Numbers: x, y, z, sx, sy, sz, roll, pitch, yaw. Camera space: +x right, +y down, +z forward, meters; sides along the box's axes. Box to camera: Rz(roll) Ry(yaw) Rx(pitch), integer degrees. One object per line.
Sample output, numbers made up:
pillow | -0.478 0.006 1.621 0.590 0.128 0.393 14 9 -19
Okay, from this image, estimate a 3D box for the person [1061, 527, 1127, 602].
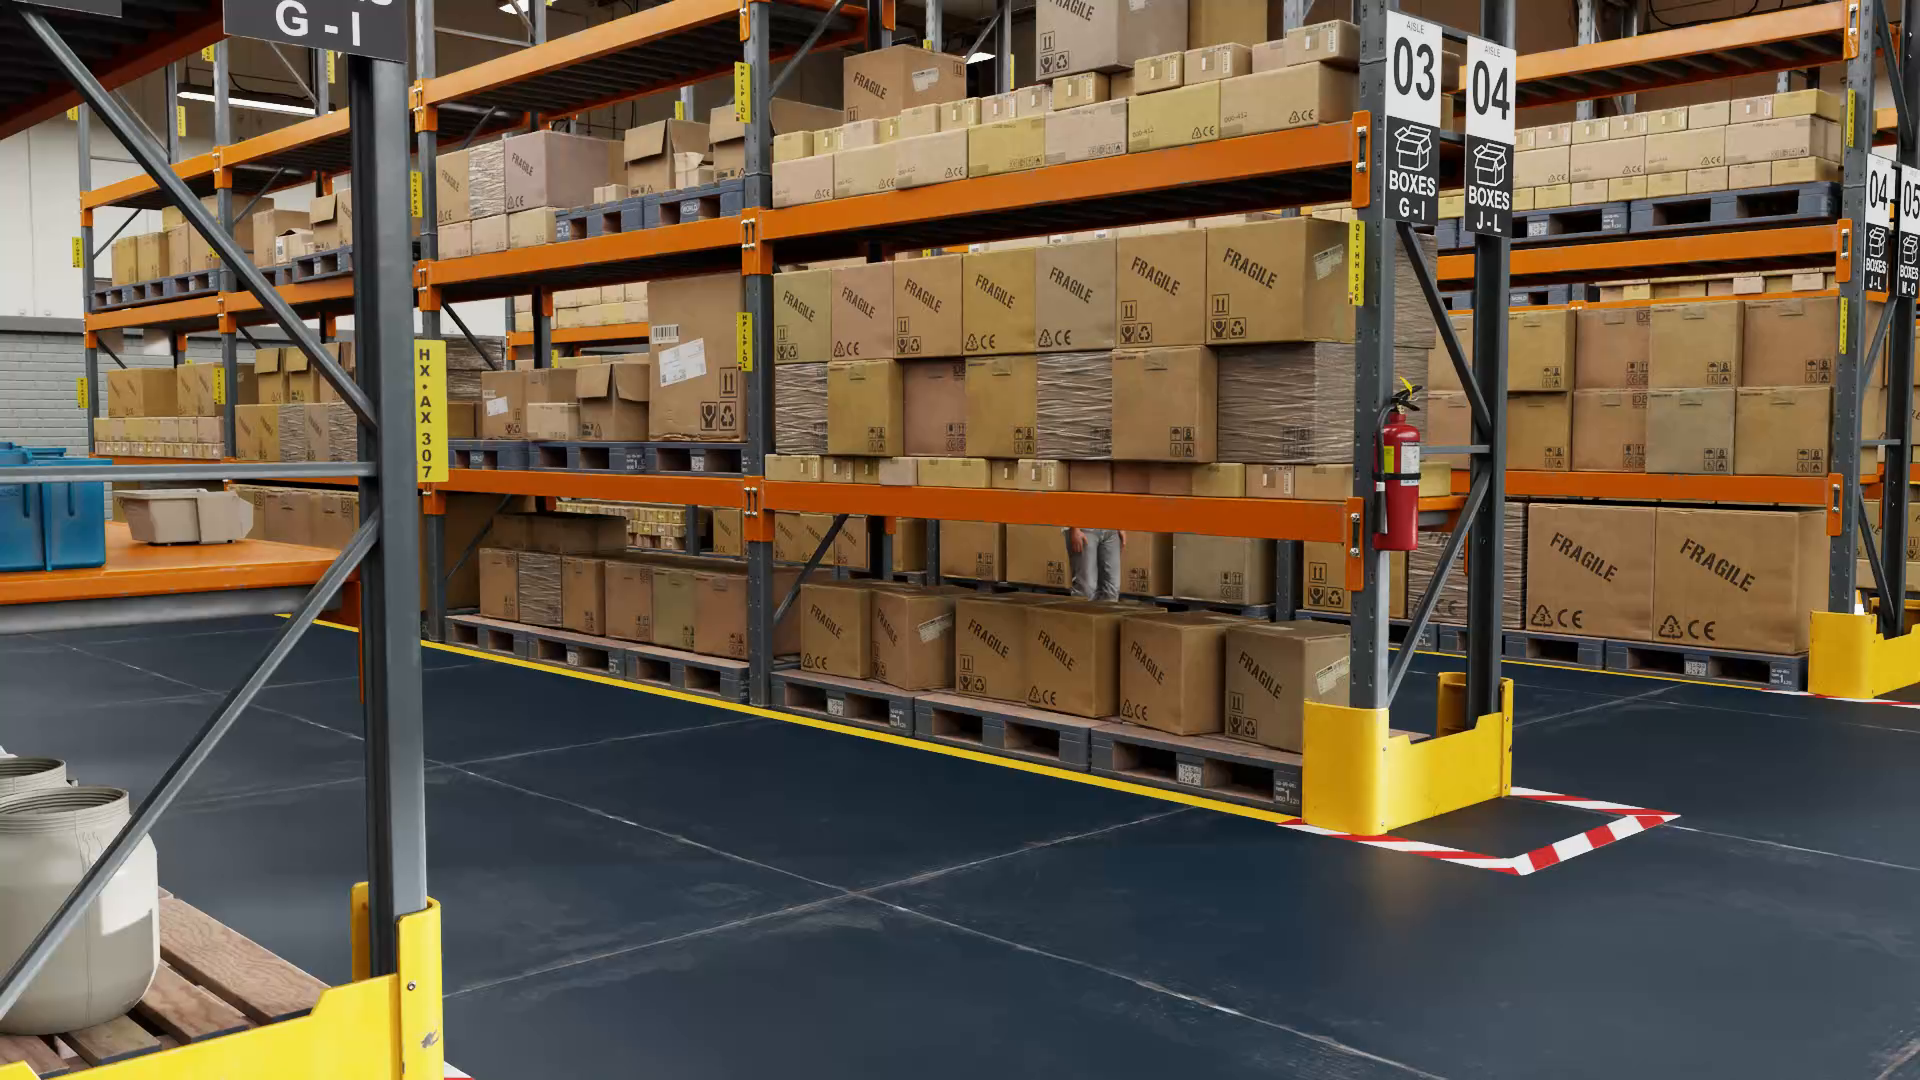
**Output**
person | 0.945 -0.064 11.534 0.463 1.769 0.588 4 5 45
